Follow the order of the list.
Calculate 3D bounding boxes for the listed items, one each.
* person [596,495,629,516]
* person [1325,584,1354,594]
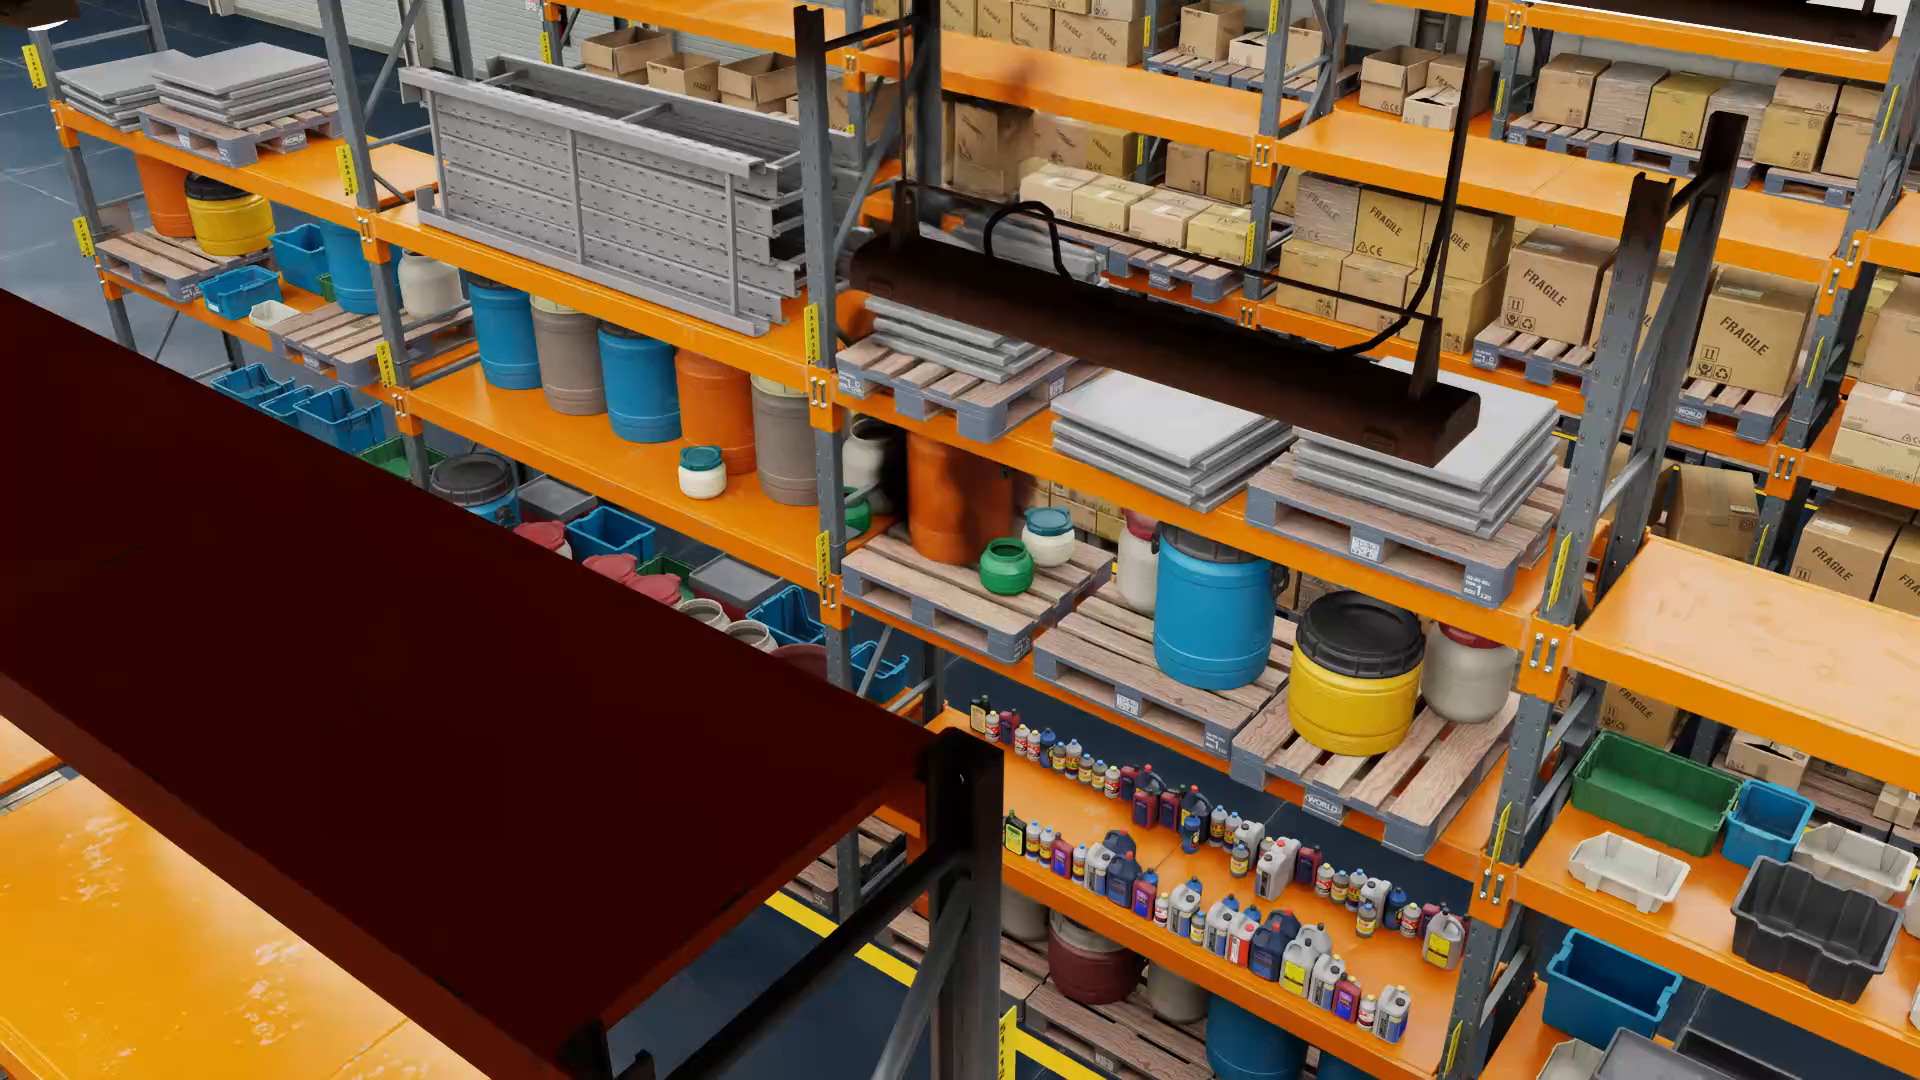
[{"bbox_3d":[-3.167,-0.585,14.555,0.754,1.814,0.688,17,35,25],"label":"person"},{"bbox_3d":[2.571,1.010,11.515,0.763,1.638,0.530,15,35,23],"label":"person"}]
